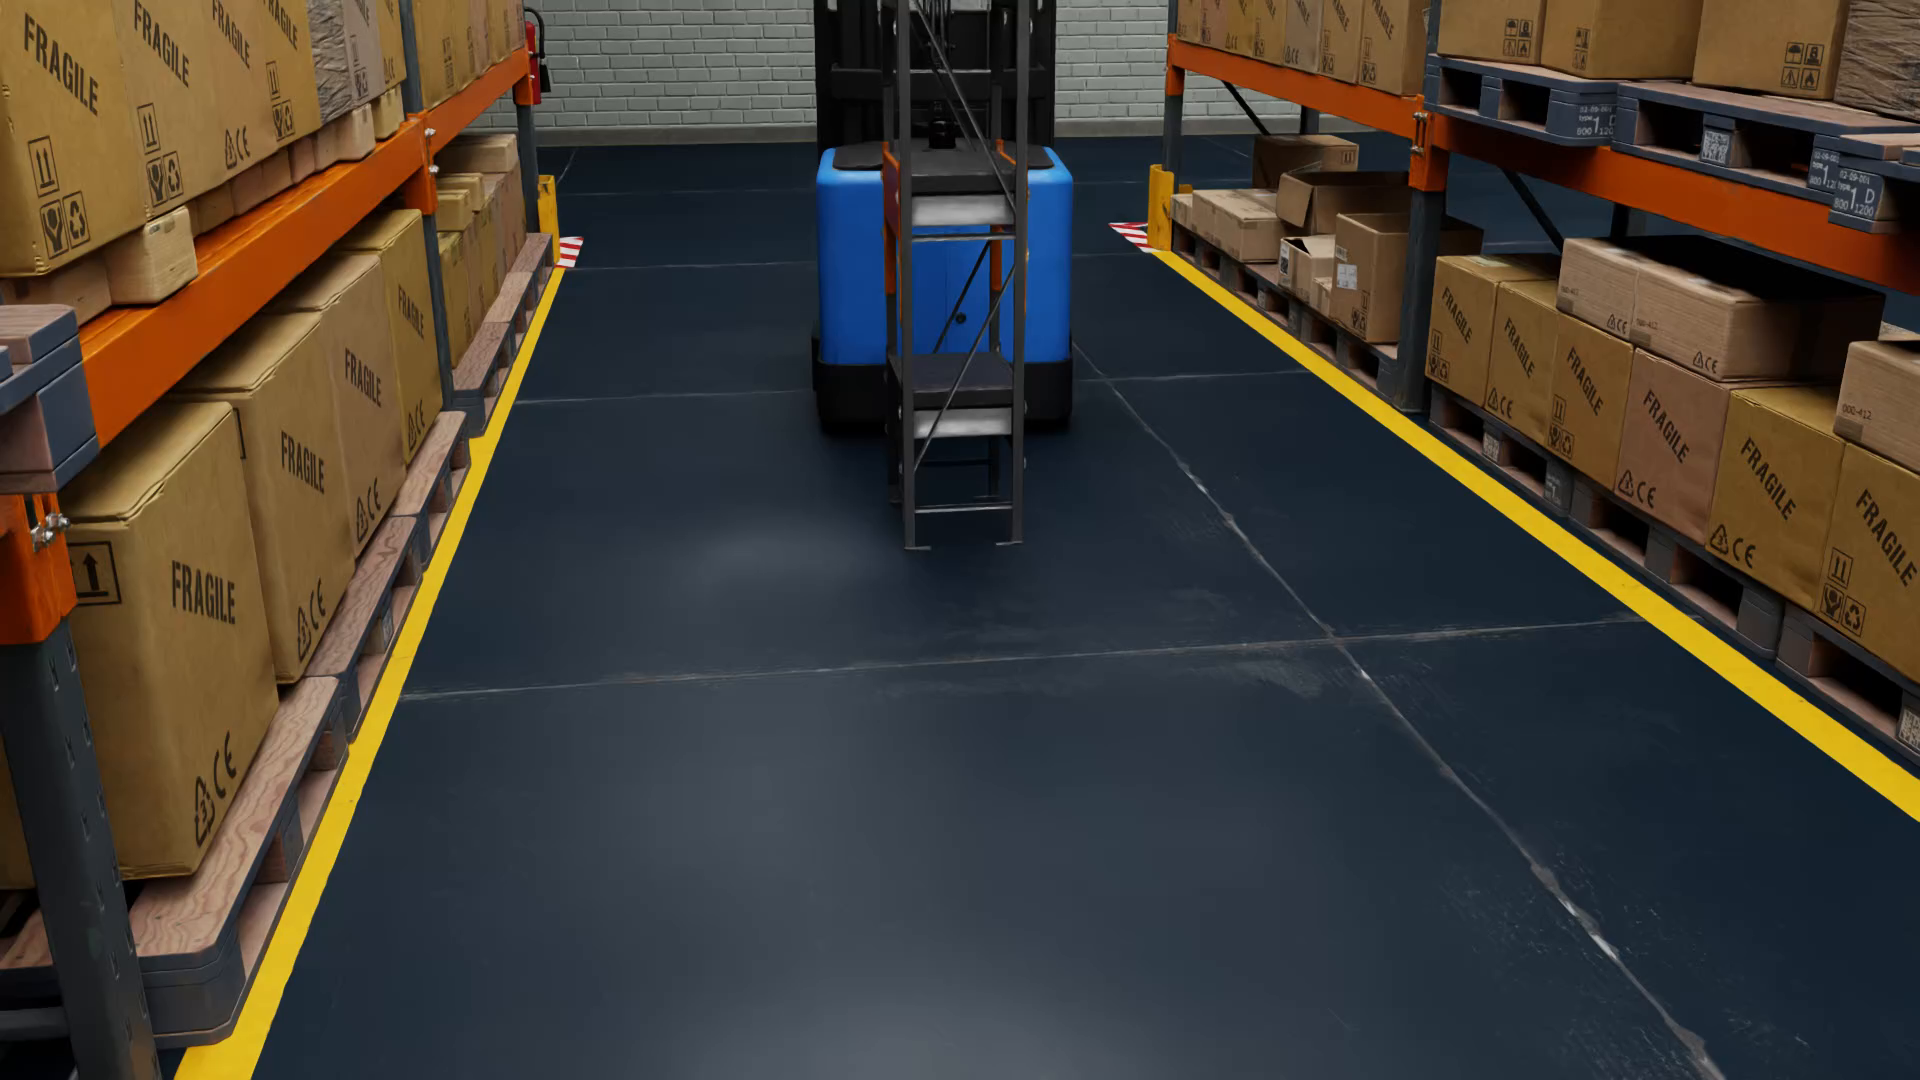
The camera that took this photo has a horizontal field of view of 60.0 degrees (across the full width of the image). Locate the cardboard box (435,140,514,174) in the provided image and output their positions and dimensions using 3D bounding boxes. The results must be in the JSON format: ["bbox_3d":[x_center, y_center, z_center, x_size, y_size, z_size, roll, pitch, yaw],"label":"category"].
[{"bbox_3d":[-2.650,-2.094,9.080,0.380,0.149,0.250,-2,21,-6],"label":"cardboard box"}]

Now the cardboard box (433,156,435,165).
[{"bbox_3d":[-2.993,-1.989,8.799,0.380,0.149,0.250,-3,21,-7],"label":"cardboard box"}]

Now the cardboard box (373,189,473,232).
[{"bbox_3d":[-2.385,-1.462,7.388,0.380,0.149,0.250,-2,21,-6],"label":"cardboard box"}]

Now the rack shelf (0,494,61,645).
[{"bbox_3d":[-1.645,0.674,0.652,1.077,0.370,4.000,-3,21,-8],"label":"rack shelf"}]

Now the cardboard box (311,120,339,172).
[{"bbox_3d":[-2.062,-1.174,4.904,0.380,0.149,0.250,-3,21,-8],"label":"cardboard box"}]

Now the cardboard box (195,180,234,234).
[{"bbox_3d":[-1.964,-0.817,3.946,0.380,0.149,0.250,-3,21,-7],"label":"cardboard box"}]

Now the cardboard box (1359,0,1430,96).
[{"bbox_3d":[2.066,-2.198,7.172,0.500,0.500,0.500,-3,21,-7],"label":"cardboard box"}]

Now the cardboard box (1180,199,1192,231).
[{"bbox_3d":[1.572,-2.006,10.221,0.380,0.166,0.250,-3,21,-8],"label":"cardboard box"}]

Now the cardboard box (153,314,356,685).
[{"bbox_3d":[-2.029,-0.110,4.195,0.750,0.750,0.750,-3,21,-8],"label":"cardboard box"}]

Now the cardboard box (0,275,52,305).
[{"bbox_3d":[-1.751,-0.373,2.757,0.380,0.149,0.250,-3,21,-9],"label":"cardboard box"}]

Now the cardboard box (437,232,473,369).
[{"bbox_3d":[-2.516,-1.030,7.159,0.700,0.500,0.500,-3,21,-7],"label":"cardboard box"}]

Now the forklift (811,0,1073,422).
[{"bbox_3d":[-0.124,-2.323,7.748,1.130,2.935,3.031,-1,20,-2],"label":"forklift"}]

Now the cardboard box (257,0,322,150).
[{"bbox_3d":[-1.969,-1.265,4.221,0.500,0.500,0.500,-2,21,-6],"label":"cardboard box"}]

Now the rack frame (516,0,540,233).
[{"bbox_3d":[-3.086,-3.125,9.796,1.000,3.000,0.127,-3,21,-8],"label":"rack frame"}]

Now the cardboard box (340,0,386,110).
[{"bbox_3d":[-2.110,-1.612,5.150,0.500,0.500,0.500,-3,21,-7],"label":"cardboard box"}]

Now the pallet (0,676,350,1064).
[{"bbox_3d":[-1.972,0.674,3.609,1.003,0.211,1.213,-3,21,-8],"label":"pallet"}]

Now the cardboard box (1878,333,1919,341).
[{"bbox_3d":[2.957,-0.349,5.307,0.500,0.500,0.500,-4,21,-10],"label":"cardboard box"}]

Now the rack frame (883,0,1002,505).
[{"bbox_3d":[-0.059,-1.125,5.728,0.400,2.100,0.015,-3,21,-8],"label":"rack frame"}]

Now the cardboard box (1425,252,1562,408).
[{"bbox_3d":[2.220,-0.847,6.640,0.500,0.500,0.500,-4,21,-10],"label":"cardboard box"}]

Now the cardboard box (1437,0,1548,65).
[{"bbox_3d":[2.239,-2.060,6.200,0.700,0.500,0.500,-10,23,-26],"label":"cardboard box"}]

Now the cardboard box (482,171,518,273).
[{"bbox_3d":[-2.814,-1.740,9.061,0.700,0.500,0.500,-3,21,-8],"label":"cardboard box"}]

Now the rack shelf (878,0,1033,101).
[{"bbox_3d":[-0.024,-1.684,5.262,0.431,0.518,0.480,-3,21,-8],"label":"rack shelf"}]

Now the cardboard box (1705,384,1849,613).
[{"bbox_3d":[2.527,-0.133,4.728,0.500,0.500,0.500,-4,21,-10],"label":"cardboard box"}]

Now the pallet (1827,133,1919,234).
[{"bbox_3d":[2.801,-0.748,3.705,1.213,0.211,1.003,-3,21,-8],"label":"pallet"}]

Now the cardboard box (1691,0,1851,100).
[{"bbox_3d":[2.708,-1.626,5.040,0.700,0.500,0.500,-8,22,-21],"label":"cardboard box"}]

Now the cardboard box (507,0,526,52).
[{"bbox_3d":[-3.003,-3.090,9.272,0.980,0.700,0.700,-2,21,-5],"label":"cardboard box"}]

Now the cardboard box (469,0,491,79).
[{"bbox_3d":[-2.786,-2.574,7.891,0.980,0.700,0.700,-4,21,-10],"label":"cardboard box"}]

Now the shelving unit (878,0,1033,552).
[{"bbox_3d":[-0.024,-1.041,5.502,0.431,2.100,0.503,-3,21,-8],"label":"shelving unit"}]

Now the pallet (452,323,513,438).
[{"bbox_3d":[-2.542,-0.701,7.292,1.003,0.211,1.213,-3,21,-8],"label":"pallet"}]

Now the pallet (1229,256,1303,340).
[{"bbox_3d":[2.115,-1.346,9.019,1.003,0.211,1.213,-3,21,-8],"label":"pallet"}]

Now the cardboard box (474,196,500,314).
[{"bbox_3d":[-2.657,-1.382,8.101,0.700,0.500,0.500,-2,21,-6],"label":"cardboard box"}]

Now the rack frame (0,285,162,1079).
[{"bbox_3d":[-1.930,-0.355,2.381,0.949,2.616,0.053,-3,21,-8],"label":"rack frame"}]

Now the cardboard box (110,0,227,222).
[{"bbox_3d":[-1.816,-0.914,3.279,0.500,0.500,0.500,-2,21,-6],"label":"cardboard box"}]

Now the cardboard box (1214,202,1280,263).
[{"bbox_3d":[1.757,-1.745,9.403,0.500,0.250,0.500,-3,21,-8],"label":"cardboard box"}]

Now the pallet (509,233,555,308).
[{"bbox_3d":[-2.893,-1.546,9.554,1.003,0.211,1.213,-3,21,-8],"label":"pallet"}]

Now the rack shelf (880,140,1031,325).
[{"bbox_3d":[-0.024,-1.028,5.507,0.431,0.518,0.480,-3,21,-8],"label":"rack shelf"}]

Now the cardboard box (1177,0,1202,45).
[{"bbox_3d":[1.618,-3.256,10.004,0.500,0.500,0.500,-2,21,-7],"label":"cardboard box"}]

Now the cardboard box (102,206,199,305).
[{"bbox_3d":[-1.733,-0.557,3.250,0.380,0.149,0.250,-2,21,-6],"label":"cardboard box"}]

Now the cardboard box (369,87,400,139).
[{"bbox_3d":[-2.121,-1.443,5.623,0.380,0.149,0.250,-3,21,-7],"label":"cardboard box"}]

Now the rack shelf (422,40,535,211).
[{"bbox_3d":[-2.798,-2.096,8.068,1.077,0.370,4.000,-3,21,-8],"label":"rack shelf"}]

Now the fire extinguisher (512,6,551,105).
[{"bbox_3d":[-2.651,-2.990,10.077,0.296,0.674,0.183,-3,21,-8],"label":"fire extinguisher"}]

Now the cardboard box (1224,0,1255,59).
[{"bbox_3d":[1.767,-2.904,9.061,0.500,0.500,0.500,-3,21,-8],"label":"cardboard box"}]

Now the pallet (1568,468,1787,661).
[{"bbox_3d":[2.726,0.018,5.366,1.003,0.211,1.213,-3,21,-8],"label":"pallet"}]

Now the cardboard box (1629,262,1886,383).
[{"bbox_3d":[2.437,-0.678,5.117,0.500,0.250,0.500,-3,21,-9],"label":"cardboard box"}]

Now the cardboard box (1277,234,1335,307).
[{"bbox_3d":[1.921,-1.380,8.339,0.500,0.311,0.500,-3,21,-8],"label":"cardboard box"}]

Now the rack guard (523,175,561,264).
[{"bbox_3d":[-3.090,-1.962,10.256,1.175,0.500,0.348,-3,21,-8],"label":"rack guard"}]

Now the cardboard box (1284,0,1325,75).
[{"bbox_3d":[1.914,-2.554,8.125,0.500,0.500,0.500,-2,21,-7],"label":"cardboard box"}]

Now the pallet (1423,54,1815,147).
[{"bbox_3d":[2.399,-1.619,6.039,1.003,0.211,1.213,-3,21,-8],"label":"pallet"}]

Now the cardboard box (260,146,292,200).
[{"bbox_3d":[-2.014,-0.994,4.422,0.380,0.149,0.250,-2,21,-6],"label":"cardboard box"}]

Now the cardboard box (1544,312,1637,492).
[{"bbox_3d":[2.373,-0.489,5.682,0.500,0.500,0.500,-3,21,-7],"label":"cardboard box"}]

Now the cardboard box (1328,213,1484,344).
[{"bbox_3d":[2.029,-1.209,7.611,0.500,0.500,0.500,-3,21,-8],"label":"cardboard box"}]

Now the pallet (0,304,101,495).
[{"bbox_3d":[-1.725,-0.024,1.767,1.213,0.211,1.003,-3,21,-8],"label":"pallet"}]

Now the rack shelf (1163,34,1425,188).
[{"bbox_3d":[2.104,-2.347,8.741,1.077,0.370,4.000,-3,21,-8],"label":"rack shelf"}]

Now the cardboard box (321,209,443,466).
[{"bbox_3d":[-2.287,-0.711,5.806,0.750,0.750,0.750,-3,21,-7],"label":"cardboard box"}]

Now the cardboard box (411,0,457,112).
[{"bbox_3d":[-2.572,-2.069,6.541,0.980,0.700,0.700,-3,21,-7],"label":"cardboard box"}]
